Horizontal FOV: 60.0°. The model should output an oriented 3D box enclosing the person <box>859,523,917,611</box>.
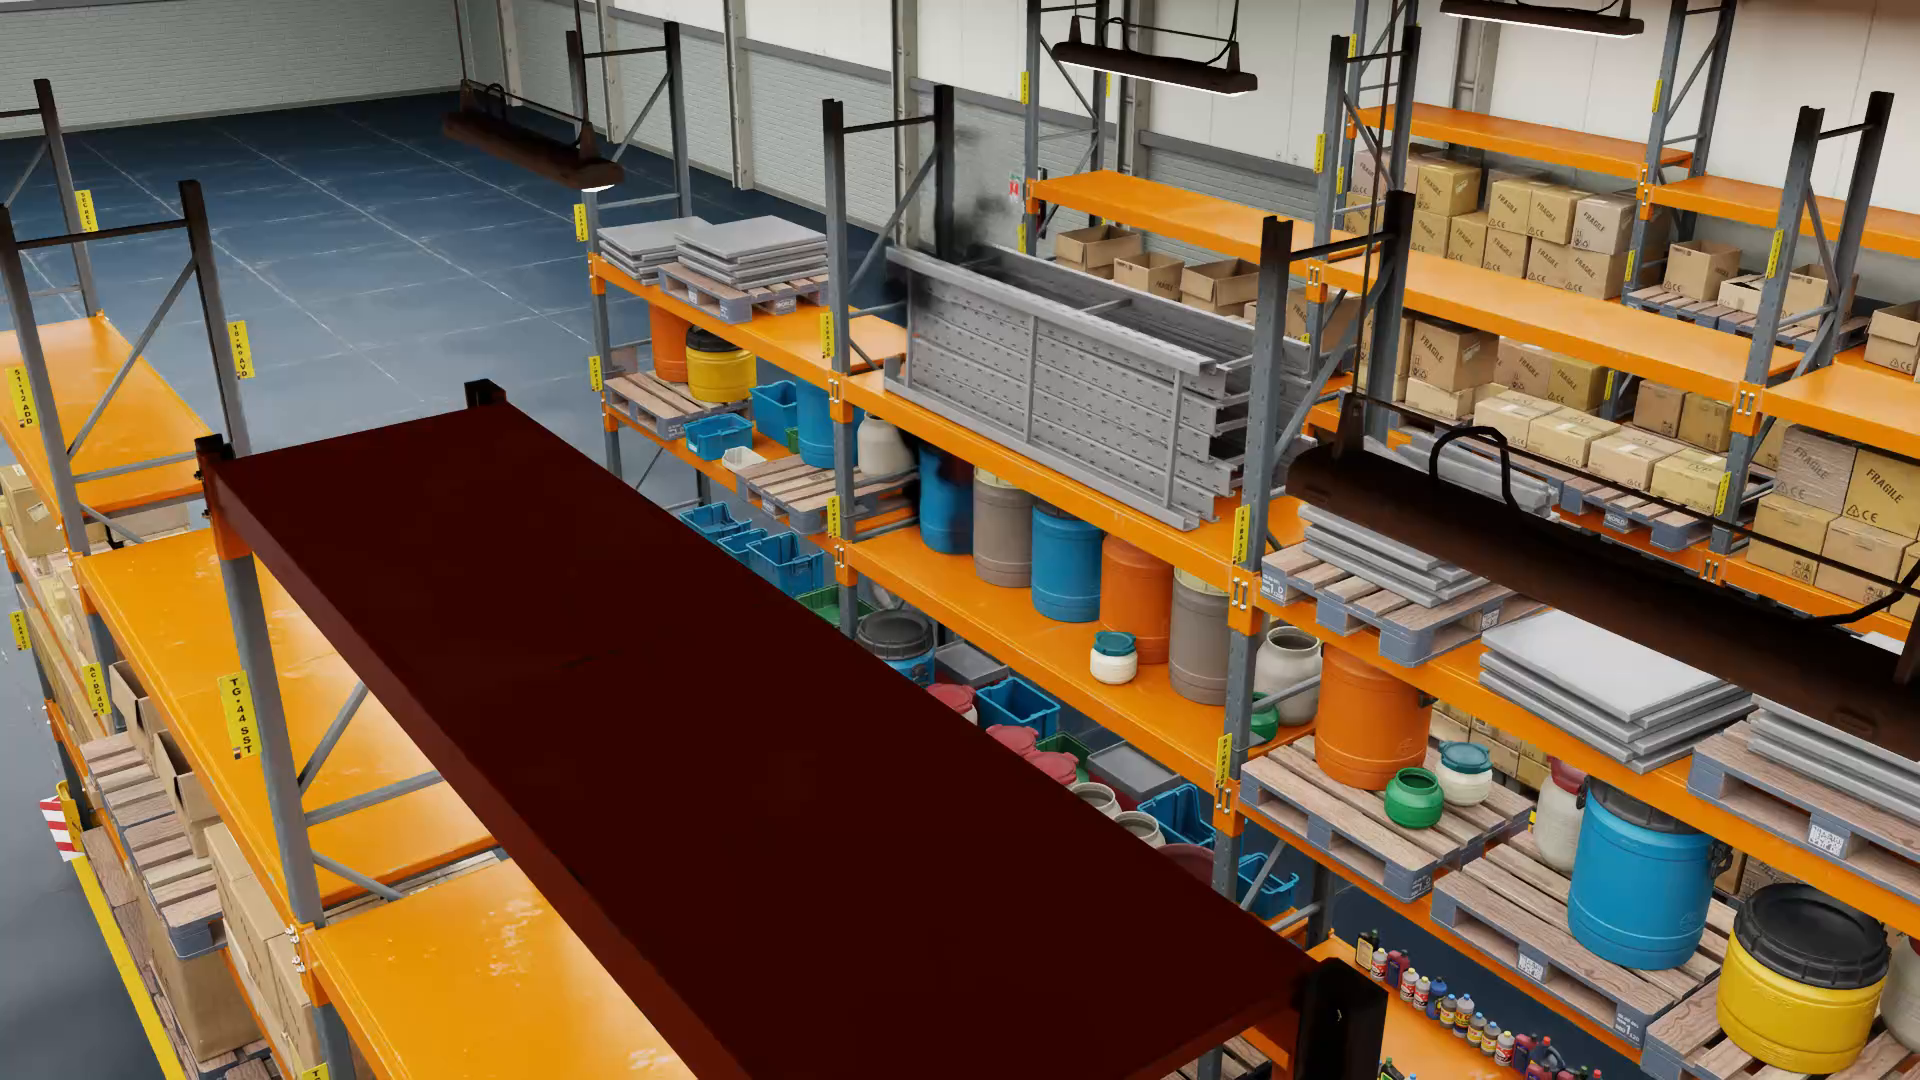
[{"bbox_3d":[-0.705,0.113,16.070,0.598,1.708,0.640,-19,31,-35],"label":"person"}]
